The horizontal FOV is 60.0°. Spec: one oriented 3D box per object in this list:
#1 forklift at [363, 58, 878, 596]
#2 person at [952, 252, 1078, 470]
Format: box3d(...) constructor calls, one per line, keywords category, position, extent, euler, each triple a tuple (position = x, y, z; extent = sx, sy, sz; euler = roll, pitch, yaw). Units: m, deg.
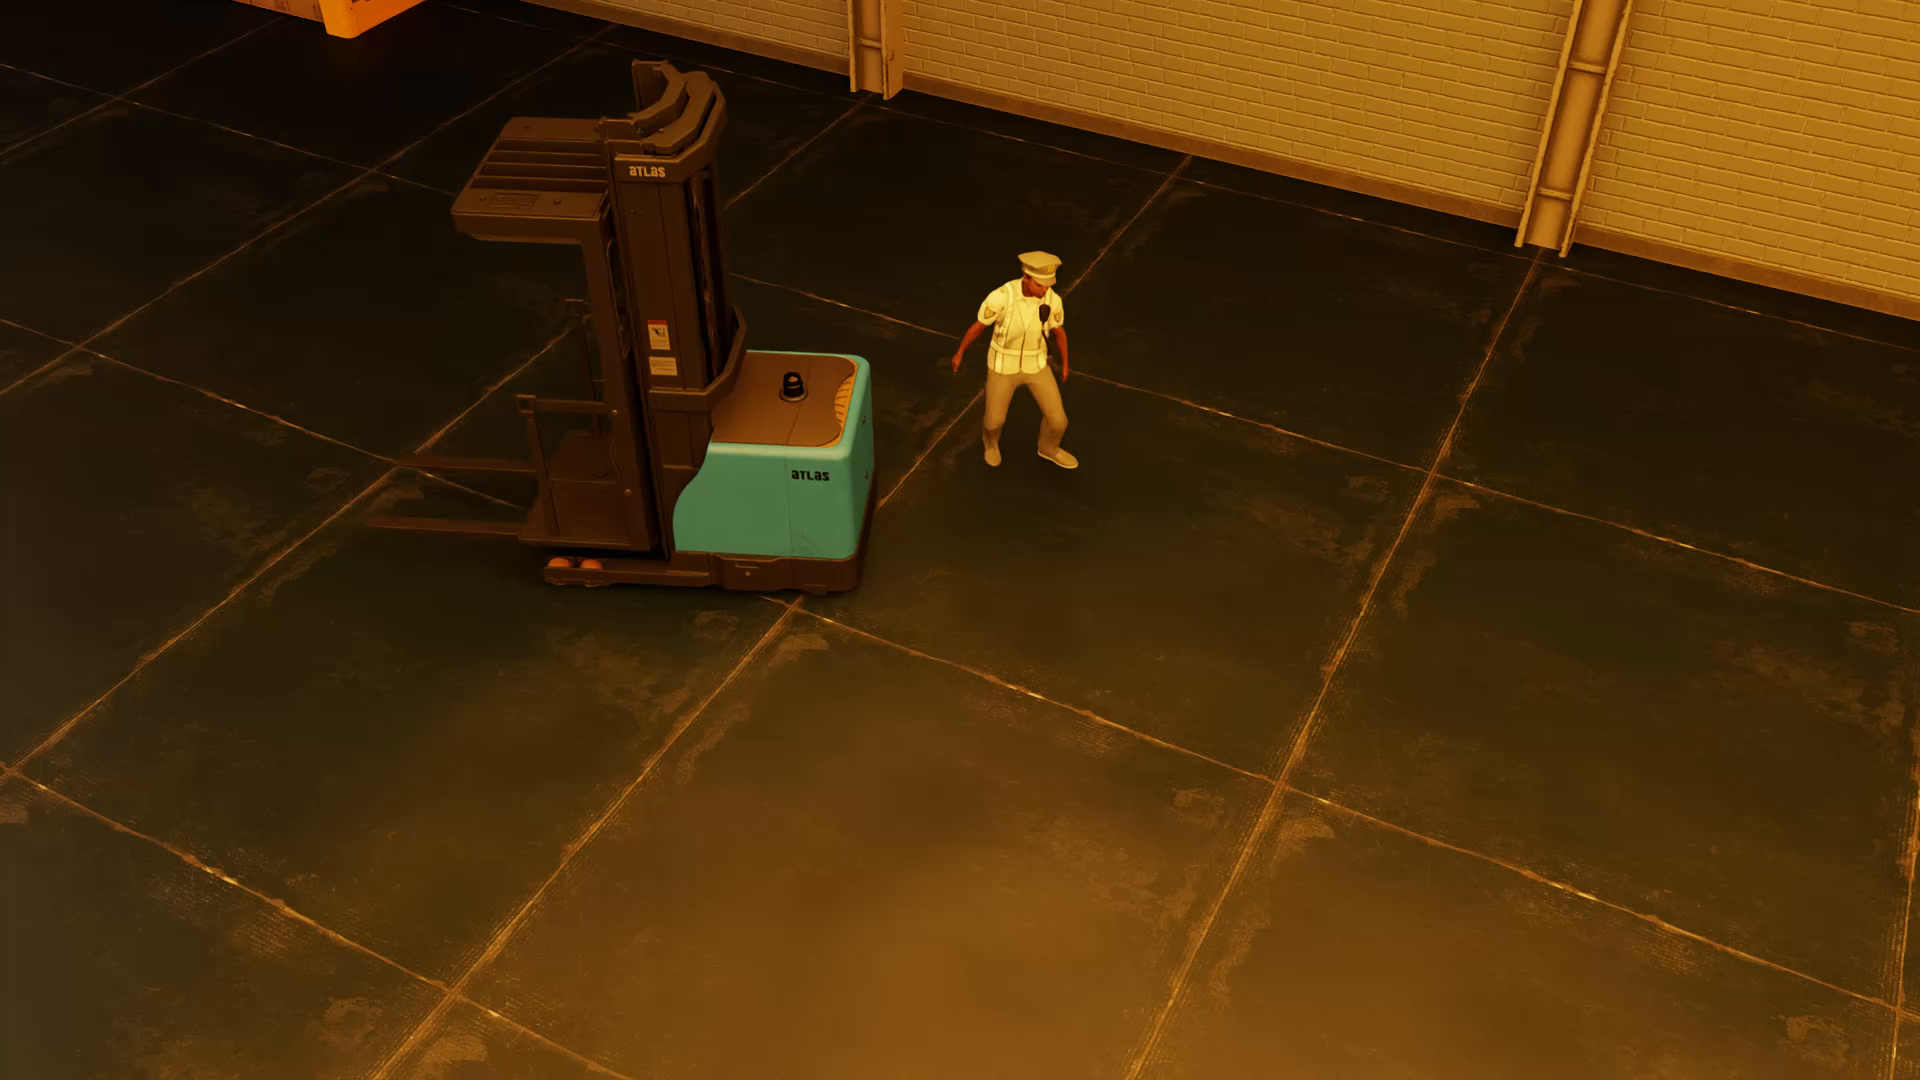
box3d(category="forklift", position=(-2.067, -1.176, 9.383), extent=(3.031, 2.935, 1.130), euler=(3, 40, 4))
box3d(category="person", position=(0.358, -1.106, 10.380), extent=(0.818, 1.640, 0.464), euler=(-2, 40, -2))
